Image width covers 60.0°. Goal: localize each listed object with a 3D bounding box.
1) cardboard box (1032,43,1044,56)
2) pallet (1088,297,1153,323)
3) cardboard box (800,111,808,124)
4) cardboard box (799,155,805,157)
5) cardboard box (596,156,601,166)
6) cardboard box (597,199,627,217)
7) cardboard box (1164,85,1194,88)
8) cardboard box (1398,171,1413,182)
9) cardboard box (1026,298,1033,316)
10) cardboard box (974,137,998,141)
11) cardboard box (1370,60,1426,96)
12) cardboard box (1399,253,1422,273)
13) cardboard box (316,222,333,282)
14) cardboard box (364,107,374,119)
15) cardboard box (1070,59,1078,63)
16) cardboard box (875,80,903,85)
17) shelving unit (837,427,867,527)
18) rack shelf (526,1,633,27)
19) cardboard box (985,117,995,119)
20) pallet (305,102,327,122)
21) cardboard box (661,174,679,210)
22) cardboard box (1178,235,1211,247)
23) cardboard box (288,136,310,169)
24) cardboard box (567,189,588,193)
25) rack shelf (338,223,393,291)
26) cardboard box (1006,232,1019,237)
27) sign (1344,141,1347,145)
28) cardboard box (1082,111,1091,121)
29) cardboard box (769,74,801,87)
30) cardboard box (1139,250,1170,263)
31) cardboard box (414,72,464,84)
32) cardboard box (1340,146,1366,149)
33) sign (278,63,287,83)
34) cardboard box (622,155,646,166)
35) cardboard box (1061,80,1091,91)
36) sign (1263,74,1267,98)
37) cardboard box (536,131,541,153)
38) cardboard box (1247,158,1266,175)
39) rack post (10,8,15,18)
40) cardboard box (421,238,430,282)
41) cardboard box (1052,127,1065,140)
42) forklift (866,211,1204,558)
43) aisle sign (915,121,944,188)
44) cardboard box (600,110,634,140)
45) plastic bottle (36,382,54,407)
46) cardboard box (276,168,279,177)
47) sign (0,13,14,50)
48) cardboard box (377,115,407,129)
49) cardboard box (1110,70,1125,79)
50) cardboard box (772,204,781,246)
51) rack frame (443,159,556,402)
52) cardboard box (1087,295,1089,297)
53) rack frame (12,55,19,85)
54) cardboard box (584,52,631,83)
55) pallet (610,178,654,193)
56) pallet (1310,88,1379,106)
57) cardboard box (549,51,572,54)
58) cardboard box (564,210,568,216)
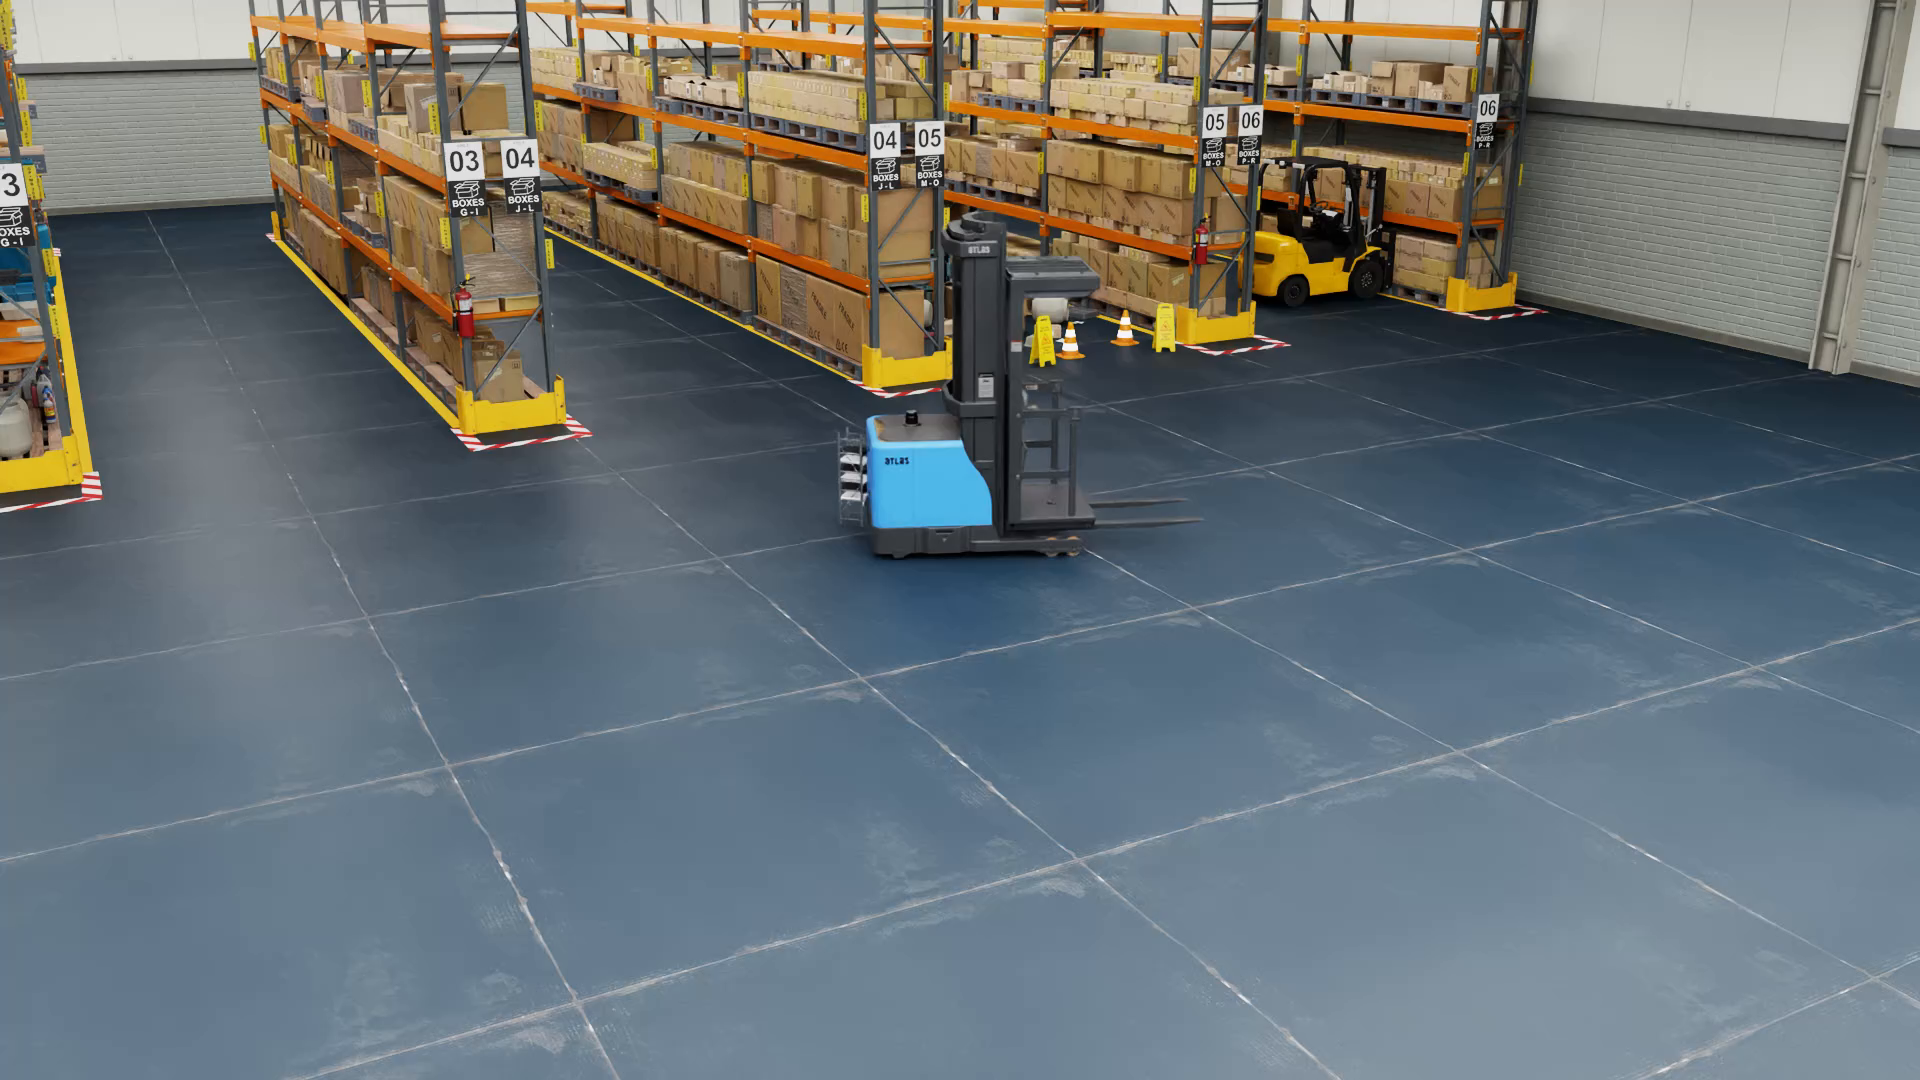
[{"bbox_3d":[1.859,-10.290,34.881,0.500,0.250,0.500,-10,21,-27],"label":"cardboard box"},{"bbox_3d":[2.676,-3.536,25.173,1.003,0.211,1.213,-10,21,-27],"label":"pallet"},{"bbox_3d":[-1.846,-5.474,21.504,0.380,0.149,0.250,-10,21,-26],"label":"cardboard box"},{"bbox_3d":[-3.002,-8.118,34.024,0.500,0.500,0.500,-10,22,-27],"label":"cardboard box"},{"bbox_3d":[-6.210,-6.706,29.371,0.380,0.149,0.250,-11,22,-29],"label":"cardboard box"},{"bbox_3d":[-6.246,-6.011,30.110,0.500,0.250,0.500,-11,22,-29],"label":"cardboard box"},{"bbox_3d":[3.147,-6.432,23.856,0.380,0.149,0.250,-9,21,-25],"label":"cardboard box"},{"bbox_3d":[7.105,-5.718,26.076,0.380,0.149,0.250,-11,22,-28],"label":"cardboard box"},{"bbox_3d":[1.054,-3.693,25.182,0.500,0.500,0.500,4,19,11],"label":"cardboard box"},{"bbox_3d":[0.559,-6.692,28.793,0.500,0.500,0.500,-10,22,-28],"label":"cardboard box"},{"bbox_3d":[6.942,-7.299,26.249,0.797,0.503,0.637,-9,21,-25],"label":"cardboard box"},{"bbox_3d":[7.274,-4.385,26.166,0.500,0.250,0.500,-10,22,-27],"label":"cardboard box"},{"bbox_3d":[-9.604,-4.658,26.763,1.225,0.875,0.875,-10,21,-26],"label":"cardboard box"},{"bbox_3d":[-7.957,-5.886,22.824,0.380,0.166,0.250,-11,22,-28],"label":"cardboard box"},{"bbox_3d":[2.446,-9.633,33.557,0.380,0.149,0.250,-10,21,-26],"label":"cardboard box"},{"bbox_3d":[-0.904,-5.733,21.033,0.380,0.149,0.250,-10,21,-26],"label":"cardboard box"},{"bbox_3d":[-0.986,-0.592,15.584,0.258,0.900,0.210,7,20,18],"label":"shelving unit"},{"bbox_3d":[-7.314,-9.961,31.429,1.077,0.370,4.000,-10,21,-27],"label":"rack shelf"},{"bbox_3d":[0.863,-9.585,38.204,0.500,0.250,0.500,-9,21,-25],"label":"cardboard box"},{"bbox_3d":[-9.230,-6.510,25.210,1.213,0.211,1.003,-9,21,-24],"label":"pallet"},{"bbox_3d":[-4.489,-5.621,26.788,0.500,0.500,0.500,-10,21,-26],"label":"cardboard box"},{"bbox_3d":[3.277,-4.199,23.205,0.380,0.149,0.250,-9,21,-25],"label":"cardboard box"},{"bbox_3d":[-11.231,-6.668,28.600,0.500,0.500,0.500,-9,21,-25],"label":"cardboard box"},{"bbox_3d":[-7.789,-7.060,33.927,0.380,0.149,0.250,-10,21,-26],"label":"cardboard box"},{"bbox_3d":[-7.928,-4.091,23.610,1.077,0.370,4.000,-10,21,-27],"label":"rack shelf"},{"bbox_3d":[0.461,-5.122,28.880,0.950,0.372,0.625,-10,22,-28],"label":"cardboard box"},{"bbox_3d":[6.597,-6.695,28.604,0.100,0.325,0.005,-10,21,-27],"label":"sign"},{"bbox_3d":[2.049,-6.348,24.834,0.380,0.149,0.250,-9,21,-25],"label":"cardboard box"},{"bbox_3d":[-2.329,-6.142,22.219,0.380,0.149,0.250,-10,22,-28],"label":"cardboard box"},{"bbox_3d":[2.799,-4.088,23.926,0.380,0.149,0.250,-9,21,-25],"label":"cardboard box"},{"bbox_3d":[-6.540,-5.609,20.933,0.500,0.500,0.500,-11,22,-28],"label":"cardboard box"},{"bbox_3d":[6.610,-6.533,27.980,0.380,0.149,0.250,-11,22,-28],"label":"cardboard box"},{"bbox_3d":[-11.265,-7.767,27.647,0.100,0.325,0.005,-10,21,-27],"label":"sign"},{"bbox_3d":[-5.473,-6.399,28.024,0.380,0.149,0.250,-9,21,-25],"label":"cardboard box"},{"bbox_3d":[1.754,-6.857,25.087,0.380,0.149,0.250,-9,21,-25],"label":"cardboard box"},{"bbox_3d":[4.120,-6.159,22.561,0.100,0.325,0.005,-10,21,-27],"label":"sign"},{"bbox_3d":[-8.294,-8.057,33.392,0.500,0.500,0.500,-9,21,-24],"label":"cardboard box"},{"bbox_3d":[5.401,-6.575,29.170,0.500,0.250,0.500,-11,22,-28],"label":"cardboard box"},{"bbox_3d":[-14.063,-7.424,23.737,0.937,0.300,0.954,-8,20,-21],"label":"rack post"},{"bbox_3d":[-5.858,-3.334,19.703,0.875,0.500,0.500,-10,21,-27],"label":"cardboard box"},{"bbox_3d":[2.344,-8.531,34.576,0.700,0.500,0.500,-9,21,-25],"label":"cardboard box"},{"bbox_3d":[0.677,-1.411,14.846,3.031,2.935,1.130,-2,19,-6],"label":"forklift"},{"bbox_3d":[-0.368,-4.703,20.295,0.394,0.787,0.004,-10,21,-27],"label":"aisle sign"},{"bbox_3d":[-6.364,-7.720,30.883,0.500,0.500,0.500,-9,21,-25],"label":"cardboard box"},{"bbox_3d":[-10.460,-1.675,19.006,0.152,0.276,0.135,-10,21,-26],"label":"plastic bottle"},{"bbox_3d":[-12.429,-6.808,30.767,0.380,0.149,0.250,-10,22,-27],"label":"cardboard box"},{"bbox_3d":[-8.952,-4.762,15.576,0.100,0.325,0.005,-10,21,-27],"label":"sign"},{"bbox_3d":[-7.095,-5.251,20.890,0.380,0.149,0.250,-11,22,-28],"label":"cardboard box"},{"bbox_3d":[3.276,-9.055,32.523,0.500,0.250,0.500,-10,21,-27],"label":"cardboard box"},{"bbox_3d":[-2.098,-4.409,23.197,0.875,0.550,0.550,-10,21,-27],"label":"cardboard box"},{"bbox_3d":[-5.079,-2.709,18.501,1.000,3.000,0.127,-10,21,-27],"label":"rack frame"},{"bbox_3d":[2.049,-3.928,25.606,0.500,0.250,0.500,-9,21,-24],"label":"cardboard box"},{"bbox_3d":[-17.036,-9.370,28.610,1.000,3.000,0.127,-10,21,-27],"label":"rack frame"},{"bbox_3d":[-6.281,-8.431,29.688,0.700,0.500,0.500,-10,21,-27],"label":"cardboard box"},{"bbox_3d":[-5.441,-6.216,28.958,1.003,0.211,1.213,-10,21,-27],"label":"pallet"},{"bbox_3d":[6.537,-7.297,27.335,1.003,0.211,1.213,-10,21,-27],"label":"pallet"},{"bbox_3d":[-7.599,-9.234,31.666,0.380,0.149,0.250,-9,21,-25],"label":"cardboard box"},{"bbox_3d":[-7.565,-6.475,32.687,0.380,0.149,0.250,-9,21,-24],"label":"cardboard box"}]
